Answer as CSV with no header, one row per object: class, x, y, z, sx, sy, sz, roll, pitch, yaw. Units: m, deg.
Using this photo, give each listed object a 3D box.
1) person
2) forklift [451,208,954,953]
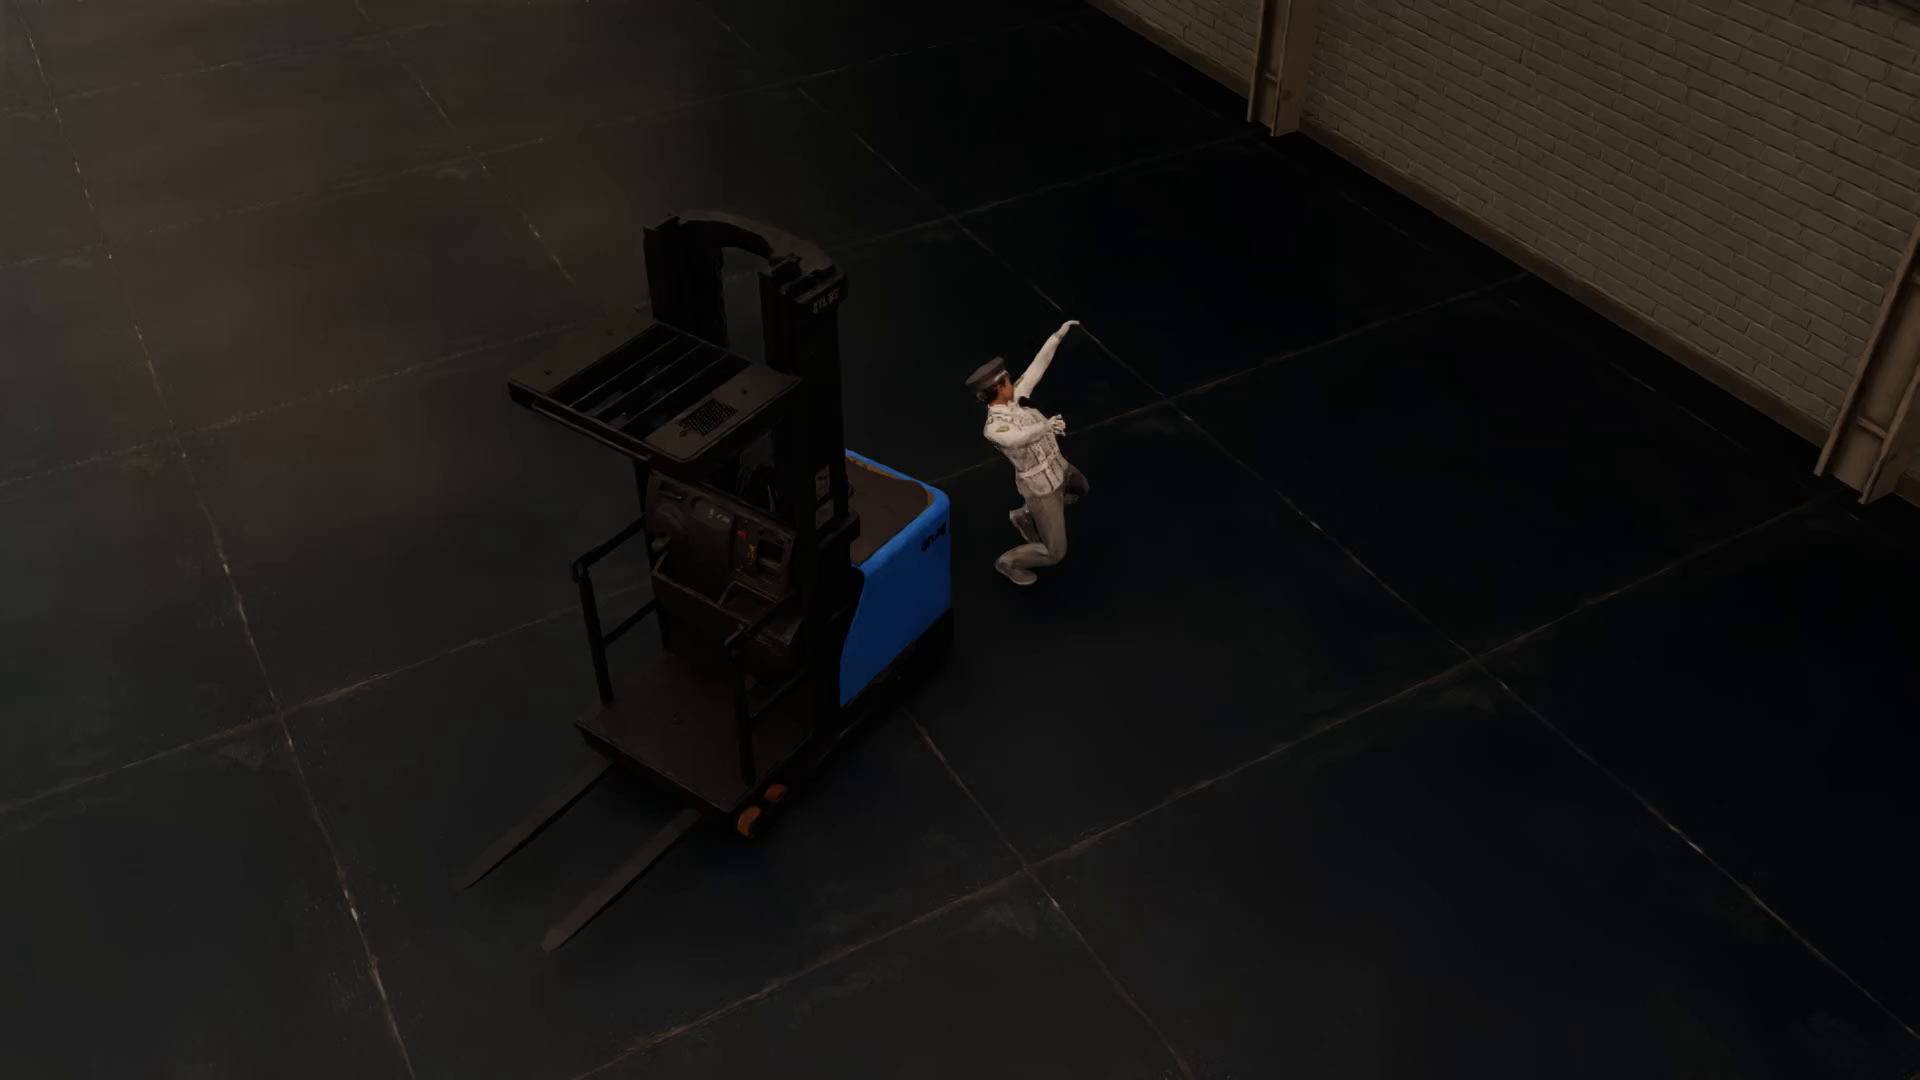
person,0.357,-0.420,9.610,0.724,1.551,0.917,8,40,10
forklift,-1.300,0.039,7.989,1.130,2.935,3.031,24,45,26
